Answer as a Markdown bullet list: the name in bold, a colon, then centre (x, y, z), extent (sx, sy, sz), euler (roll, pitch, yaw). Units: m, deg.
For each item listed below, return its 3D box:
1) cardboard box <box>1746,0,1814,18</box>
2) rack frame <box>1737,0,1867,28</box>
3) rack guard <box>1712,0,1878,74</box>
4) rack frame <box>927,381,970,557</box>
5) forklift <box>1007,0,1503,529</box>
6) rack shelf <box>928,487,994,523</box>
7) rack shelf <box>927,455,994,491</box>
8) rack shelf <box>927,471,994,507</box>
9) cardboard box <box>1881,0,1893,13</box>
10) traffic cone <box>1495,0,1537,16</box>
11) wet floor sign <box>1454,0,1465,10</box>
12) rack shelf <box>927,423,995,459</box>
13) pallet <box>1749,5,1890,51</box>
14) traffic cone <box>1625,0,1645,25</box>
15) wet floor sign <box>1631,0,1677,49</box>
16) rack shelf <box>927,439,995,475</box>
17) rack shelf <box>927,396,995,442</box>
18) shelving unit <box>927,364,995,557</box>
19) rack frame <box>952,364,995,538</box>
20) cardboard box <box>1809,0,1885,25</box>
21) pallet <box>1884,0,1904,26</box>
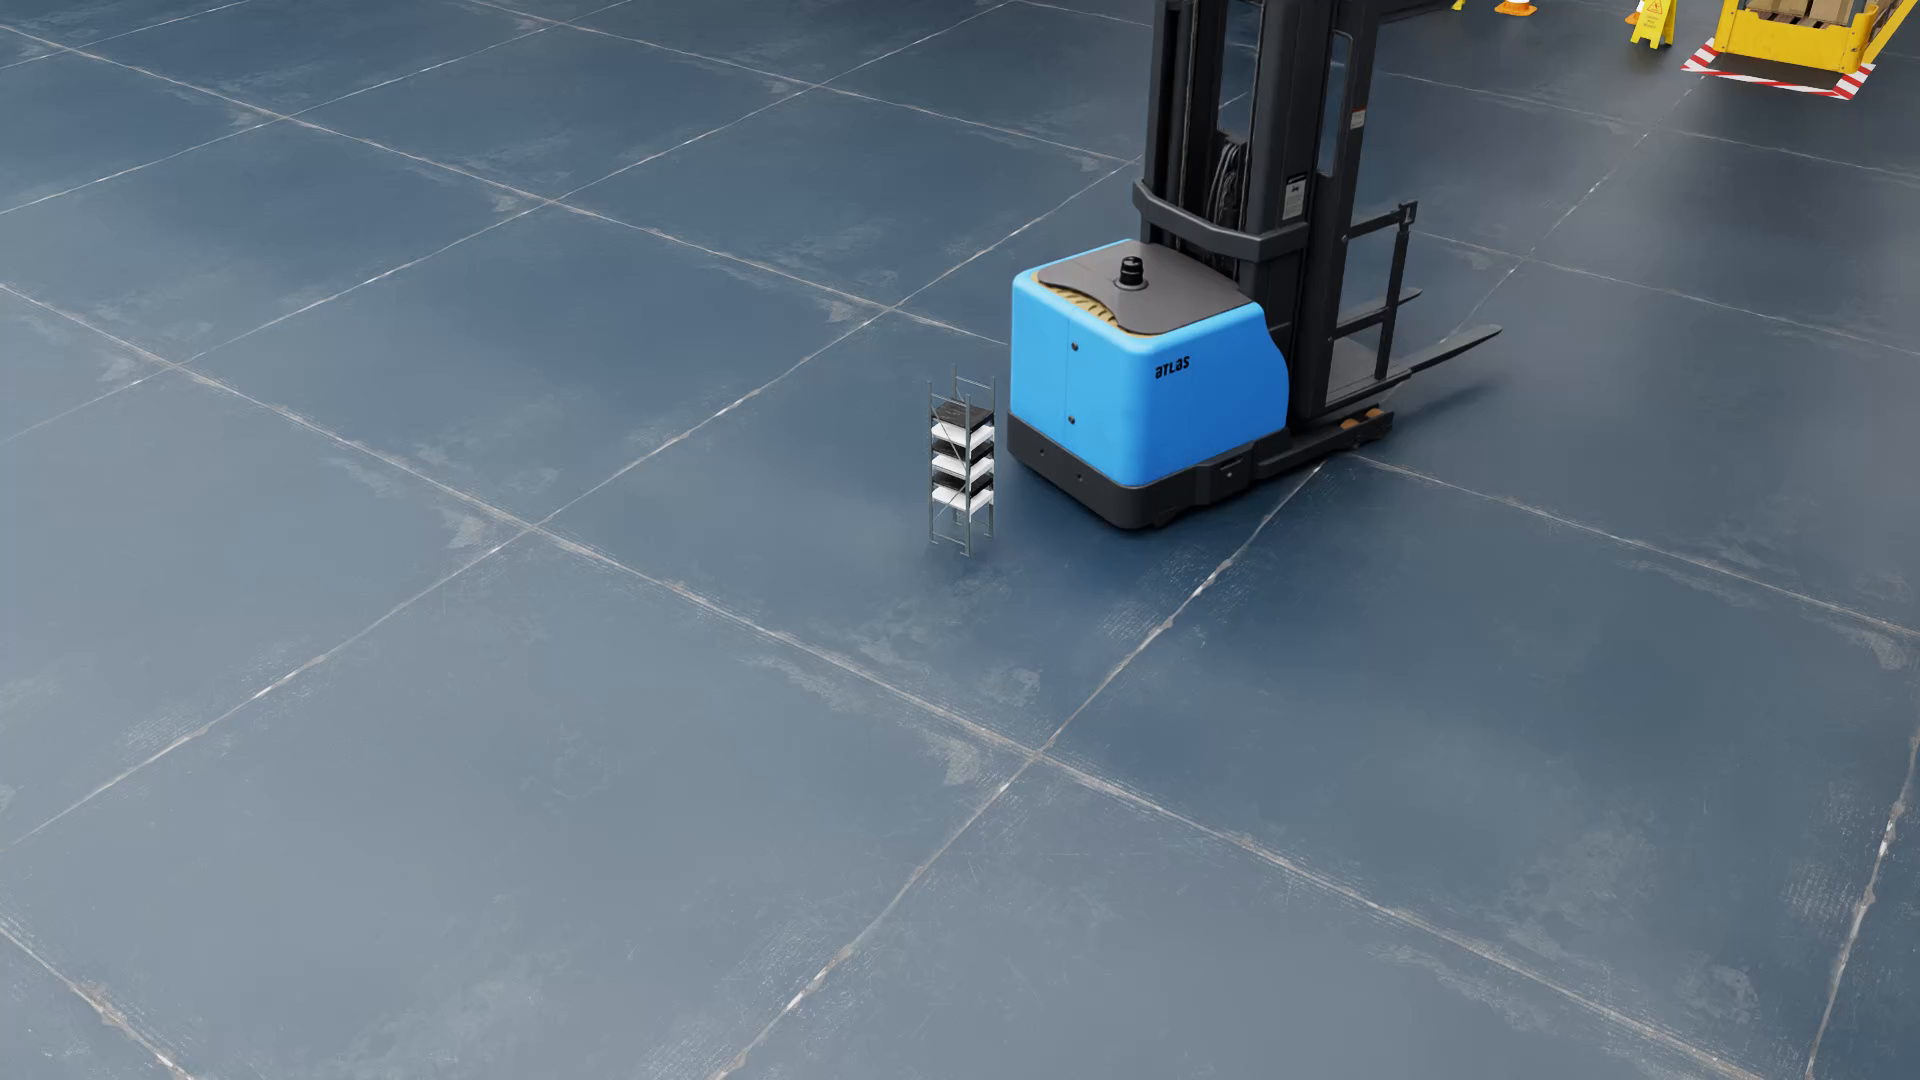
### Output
- **cardboard box**: centre (7.389, -4.912, 14.916), extent (0.500, 0.250, 0.500), euler (21, 39, 28)
- **rack frame**: centre (7.136, -5.408, 13.570), extent (1.000, 3.000, 0.127), euler (21, 39, 28)
- **rack guard**: centre (7.179, -4.408, 14.322), extent (1.175, 0.500, 0.348), euler (21, 39, 28)
- **rack frame**: centre (-0.053, -0.330, 7.934), extent (0.240, 0.900, 0.006), euler (21, 39, 28)
- **forklift**: centre (1.741, -1.918, 8.470), extent (3.031, 2.935, 1.130), euler (-22, 40, -29)
- **rack shelf**: centre (0.005, -0.200, 8.123), extent (0.258, 0.077, 0.200), euler (21, 39, 28)
- **rack shelf**: centre (0.005, -0.349, 8.022), extent (0.258, 0.077, 0.200), euler (21, 39, 28)
- **rack shelf**: centre (0.005, -0.274, 8.073), extent (0.258, 0.077, 0.200), euler (21, 39, 28)
- **cardboard box**: centre (8.120, -4.959, 14.985), extent (0.500, 0.250, 0.500), euler (23, 40, 30)
- **traffic cone**: centre (5.215, -5.166, 15.476), extent (0.336, 0.463, 0.334), euler (21, 39, 28)
- **wet floor sign**: centre (4.622, -5.322, 15.544), extent (0.267, 0.644, 0.232), euler (14, 37, 20)
- **rack shelf**: centre (0.005, -0.498, 7.921), extent (0.258, 0.077, 0.200), euler (21, 39, 28)
- **pallet**: centre (7.671, -4.651, 14.939), extent (1.003, 0.211, 1.213), euler (21, 39, 28)
- **traffic cone**: centre (6.321, -4.968, 15.183), extent (0.336, 0.463, 0.334), euler (21, 39, 28)
- **wet floor sign**: centre (6.148, -4.688, 14.606), extent (0.232, 0.644, 0.267), euler (-22, 40, -29)
- **rack shelf**: centre (0.005, -0.423, 7.972), extent (0.258, 0.077, 0.200), euler (21, 39, 28)
- **rack shelf**: centre (0.005, -0.573, 7.871), extent (0.258, 0.077, 0.200), euler (21, 39, 28)
- **shelving unit**: centre (0.005, -0.376, 8.003), extent (0.258, 0.900, 0.210), euler (21, 39, 28)
- **rack frame**: centre (0.063, -0.423, 8.073), extent (0.240, 0.900, 0.006), euler (21, 39, 28)
- **cardboard box**: centre (7.823, -4.726, 14.641), extent (0.500, 0.250, 0.500), euler (21, 39, 28)
- **pallet**: centre (8.367, -5.210, 15.766), extent (1.003, 0.211, 1.213), euler (21, 39, 28)
